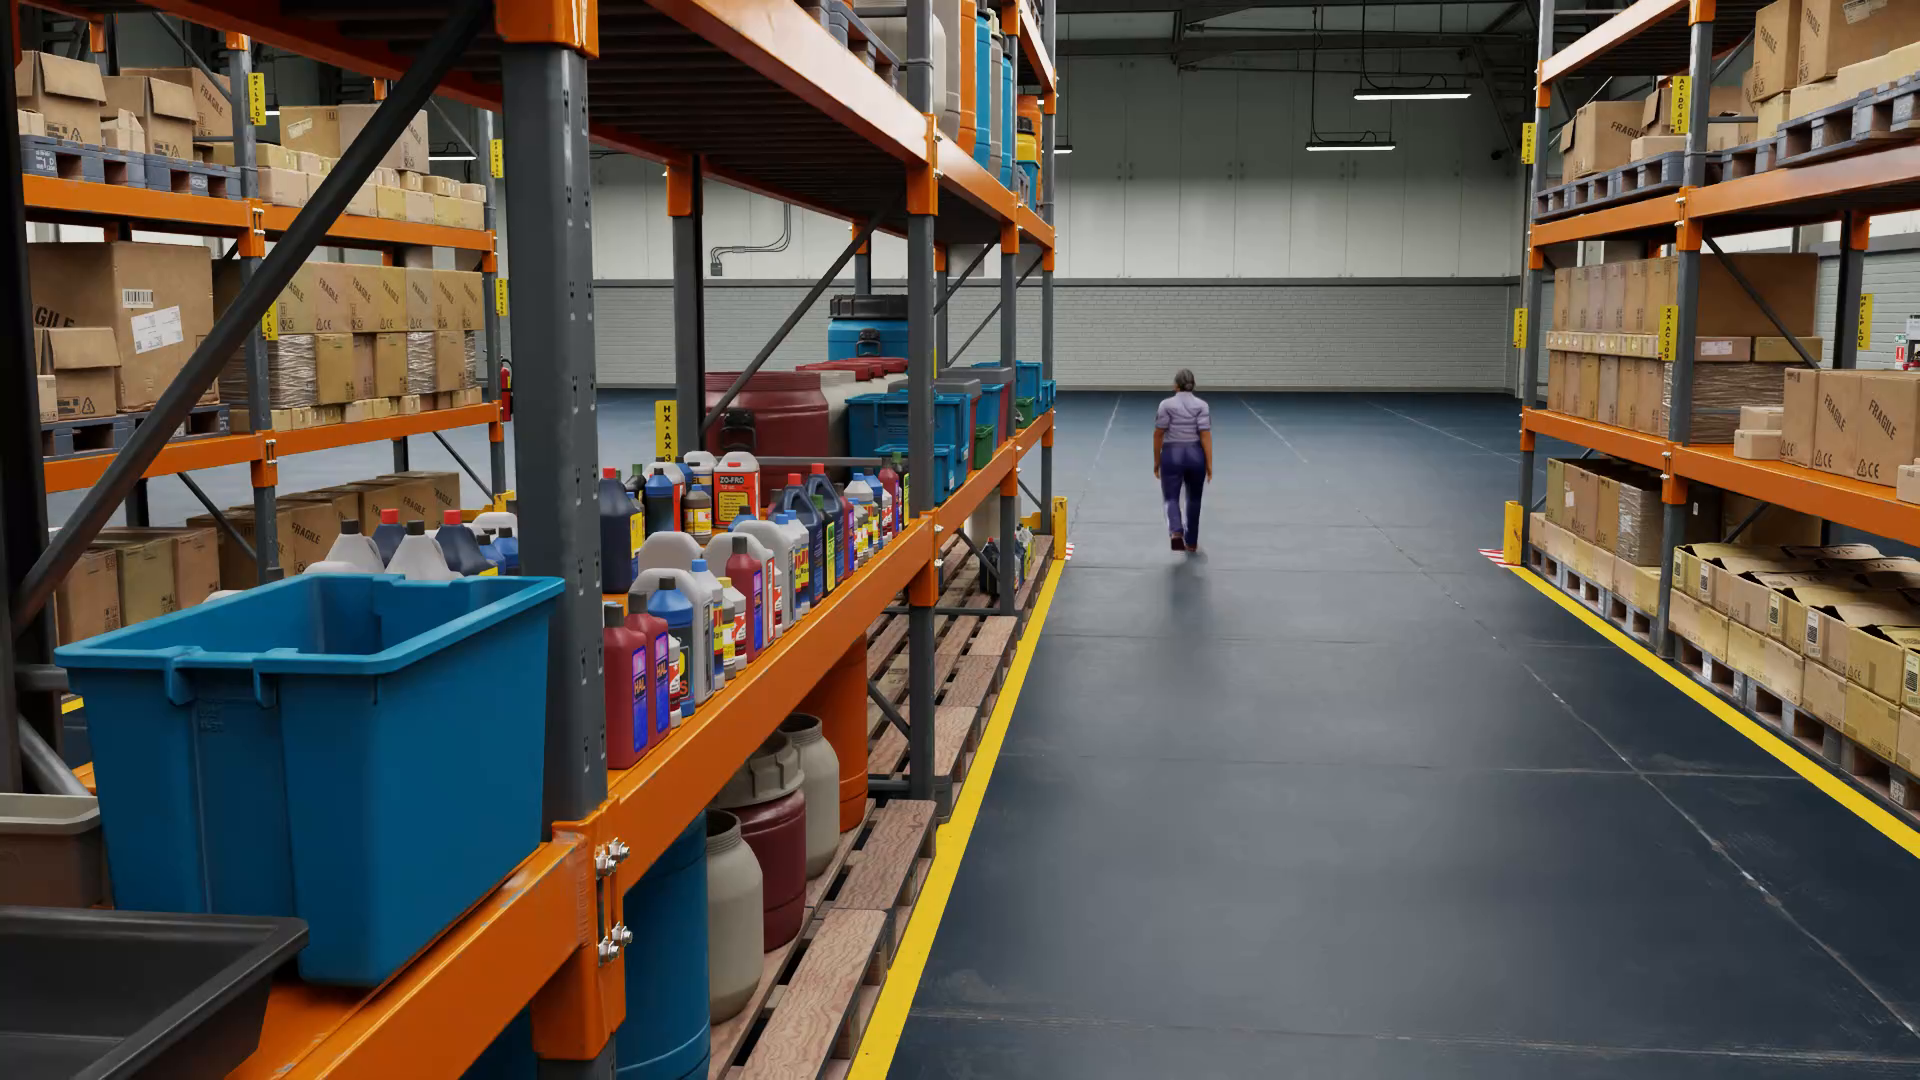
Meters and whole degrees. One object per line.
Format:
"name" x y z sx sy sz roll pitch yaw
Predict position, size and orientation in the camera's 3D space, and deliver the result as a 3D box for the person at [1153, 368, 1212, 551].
"person" 1.917 -0.669 14.347 0.504 1.593 0.892 0 8 2
